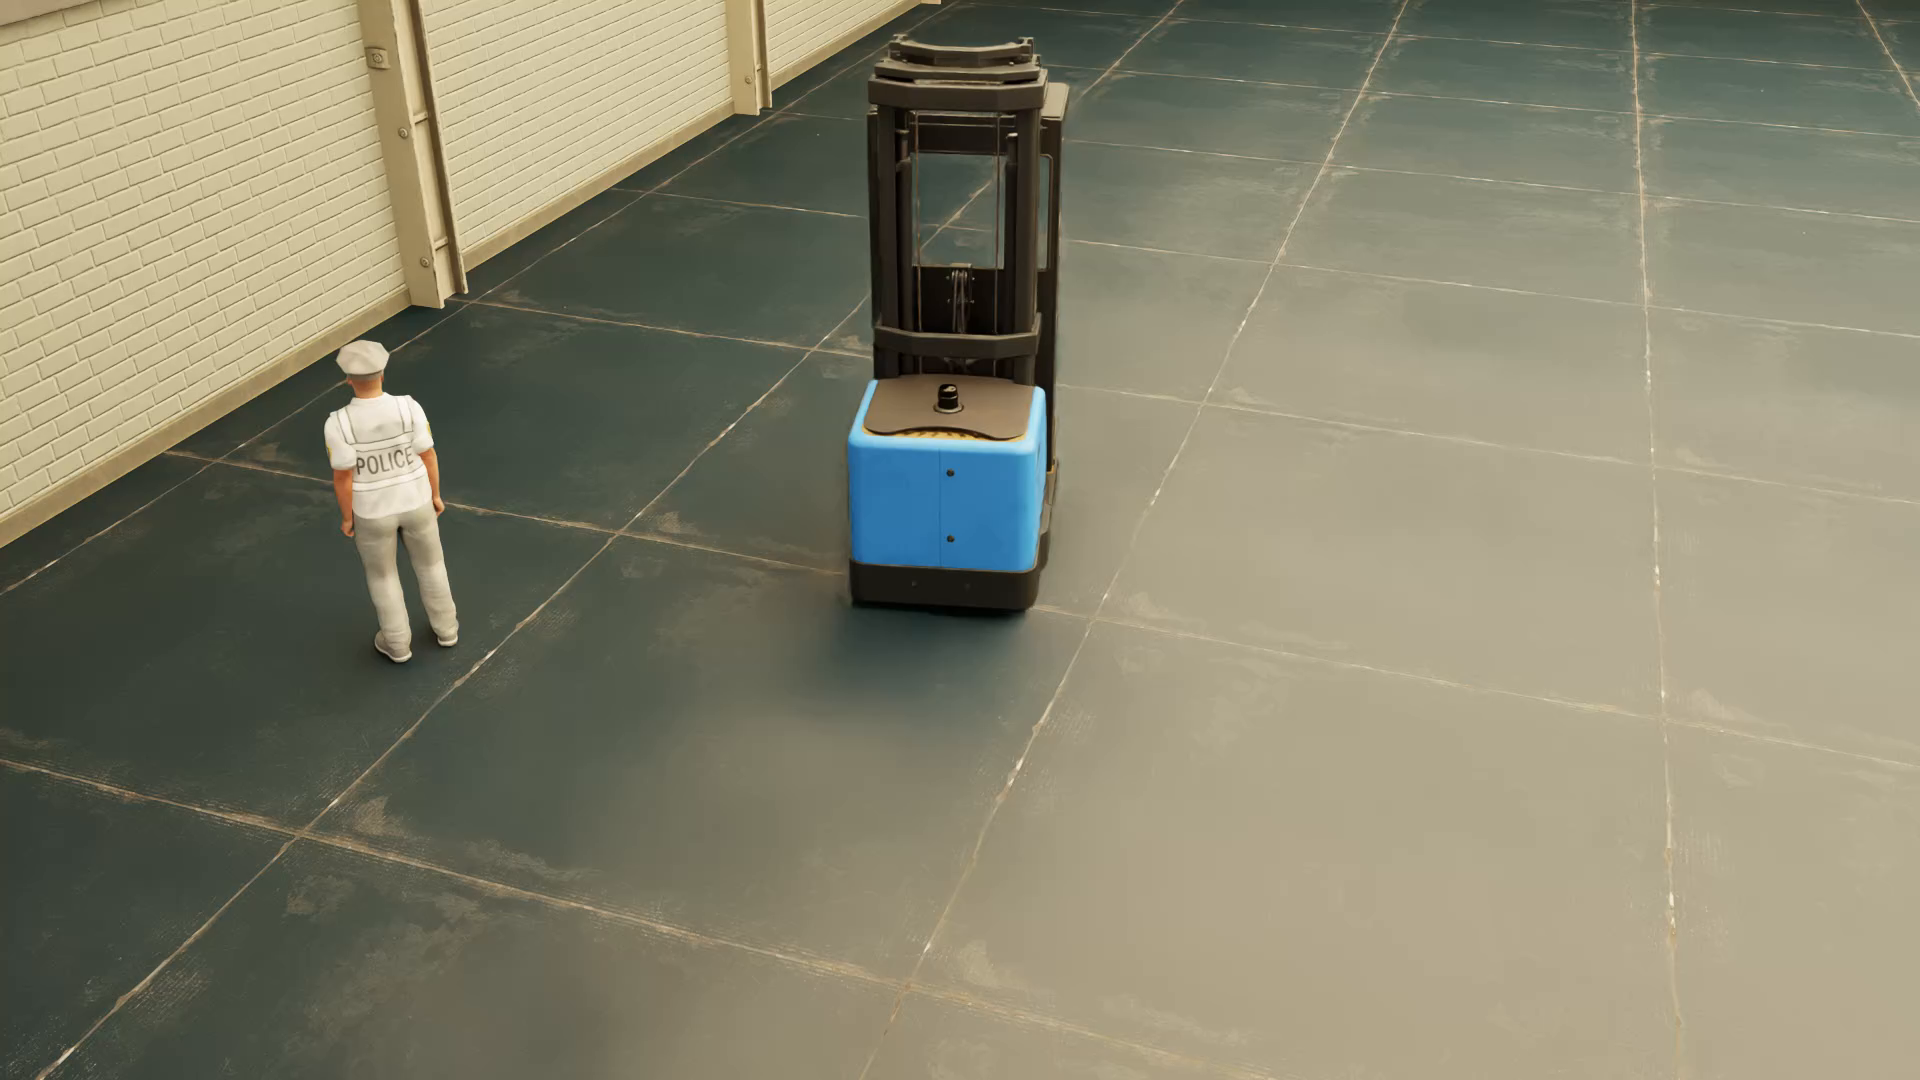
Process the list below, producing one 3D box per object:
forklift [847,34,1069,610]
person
[{"bbox_3d":[0.052,-1.590,9.926,1.130,2.935,3.031,3,30,5],"label":"forklift"},{"bbox_3d":[-2.966,-0.195,8.652,0.528,1.773,0.395,-17,34,-27],"label":"person"}]
